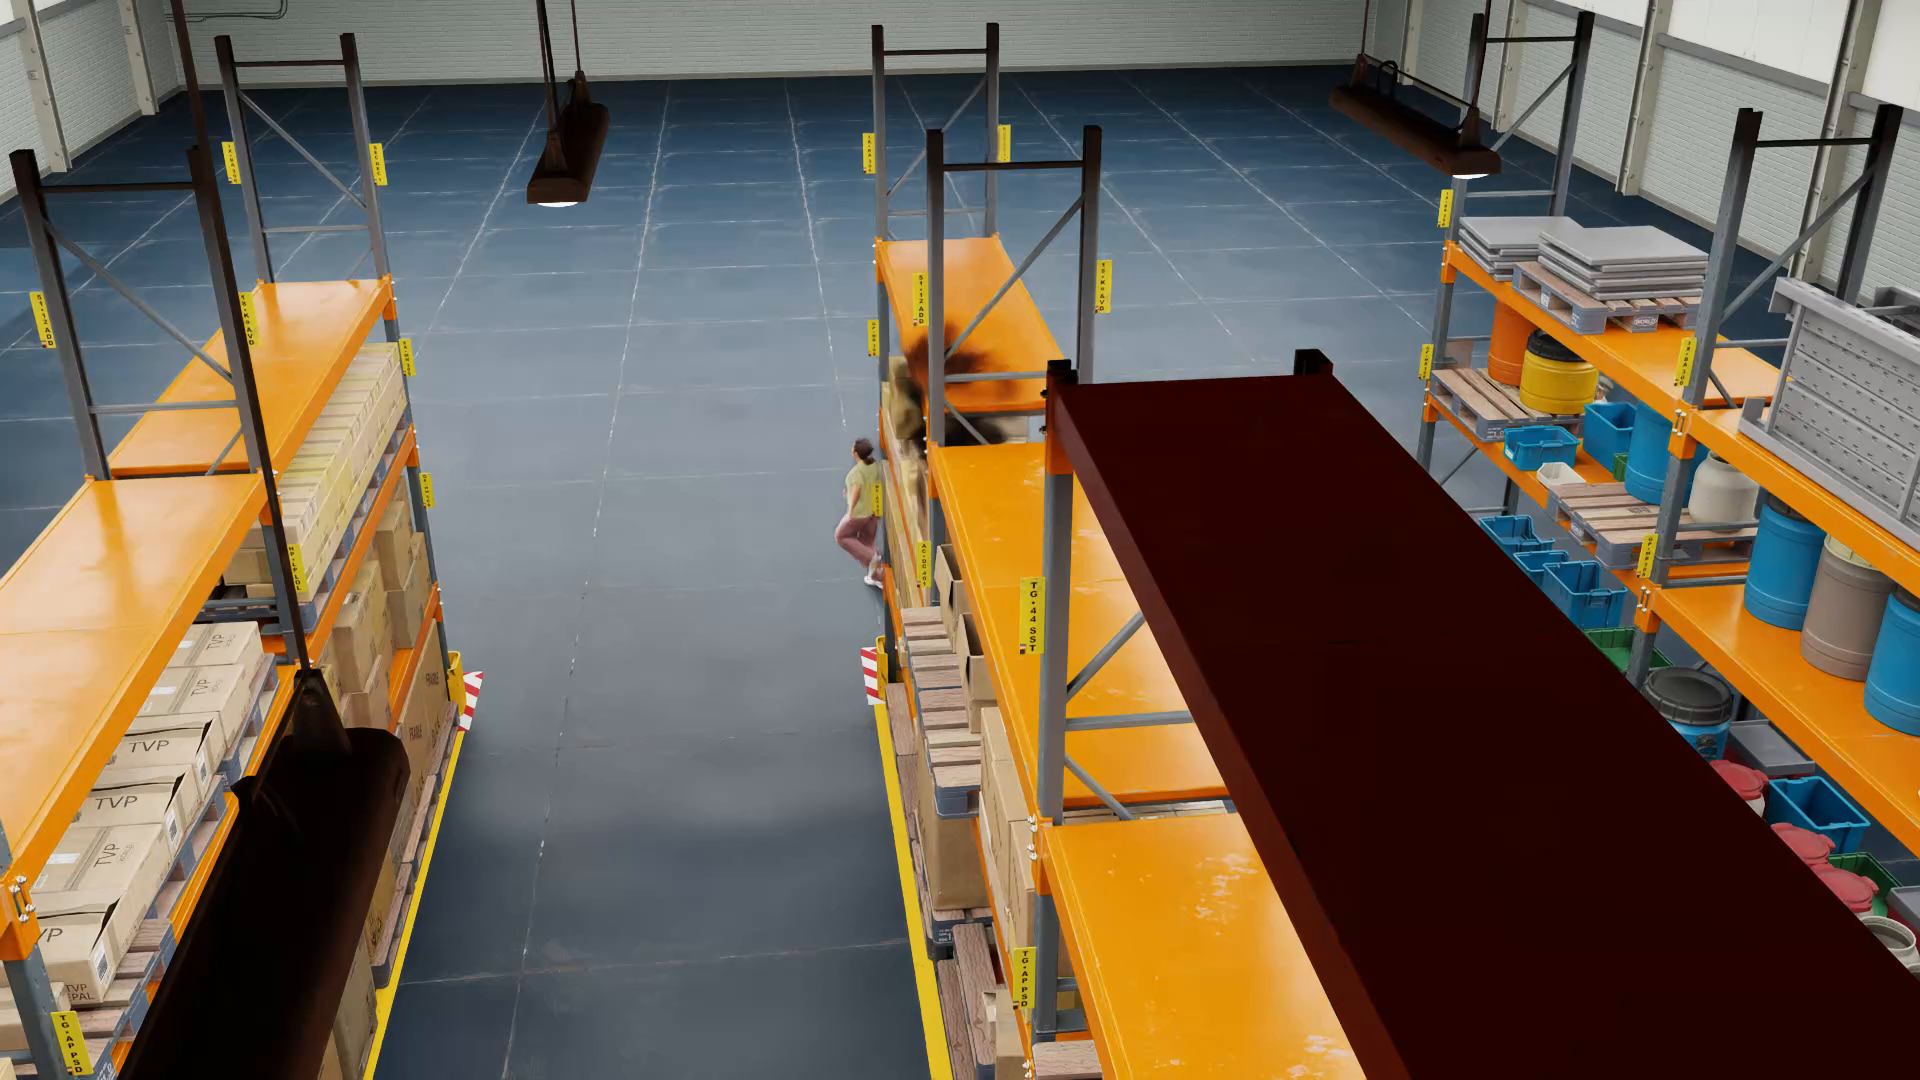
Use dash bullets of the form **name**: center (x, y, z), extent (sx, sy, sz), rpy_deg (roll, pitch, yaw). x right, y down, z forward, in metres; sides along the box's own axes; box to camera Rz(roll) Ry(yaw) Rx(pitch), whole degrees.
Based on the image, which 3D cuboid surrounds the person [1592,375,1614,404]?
- **person**: center (7.088, -1.025, 18.661), extent (0.644, 1.748, 0.669), rpy_deg (5, 26, 11)

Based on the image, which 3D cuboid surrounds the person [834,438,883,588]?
- **person**: center (-1.035, -0.282, 17.212), extent (0.613, 1.624, 0.611), rpy_deg (18, 31, 33)
